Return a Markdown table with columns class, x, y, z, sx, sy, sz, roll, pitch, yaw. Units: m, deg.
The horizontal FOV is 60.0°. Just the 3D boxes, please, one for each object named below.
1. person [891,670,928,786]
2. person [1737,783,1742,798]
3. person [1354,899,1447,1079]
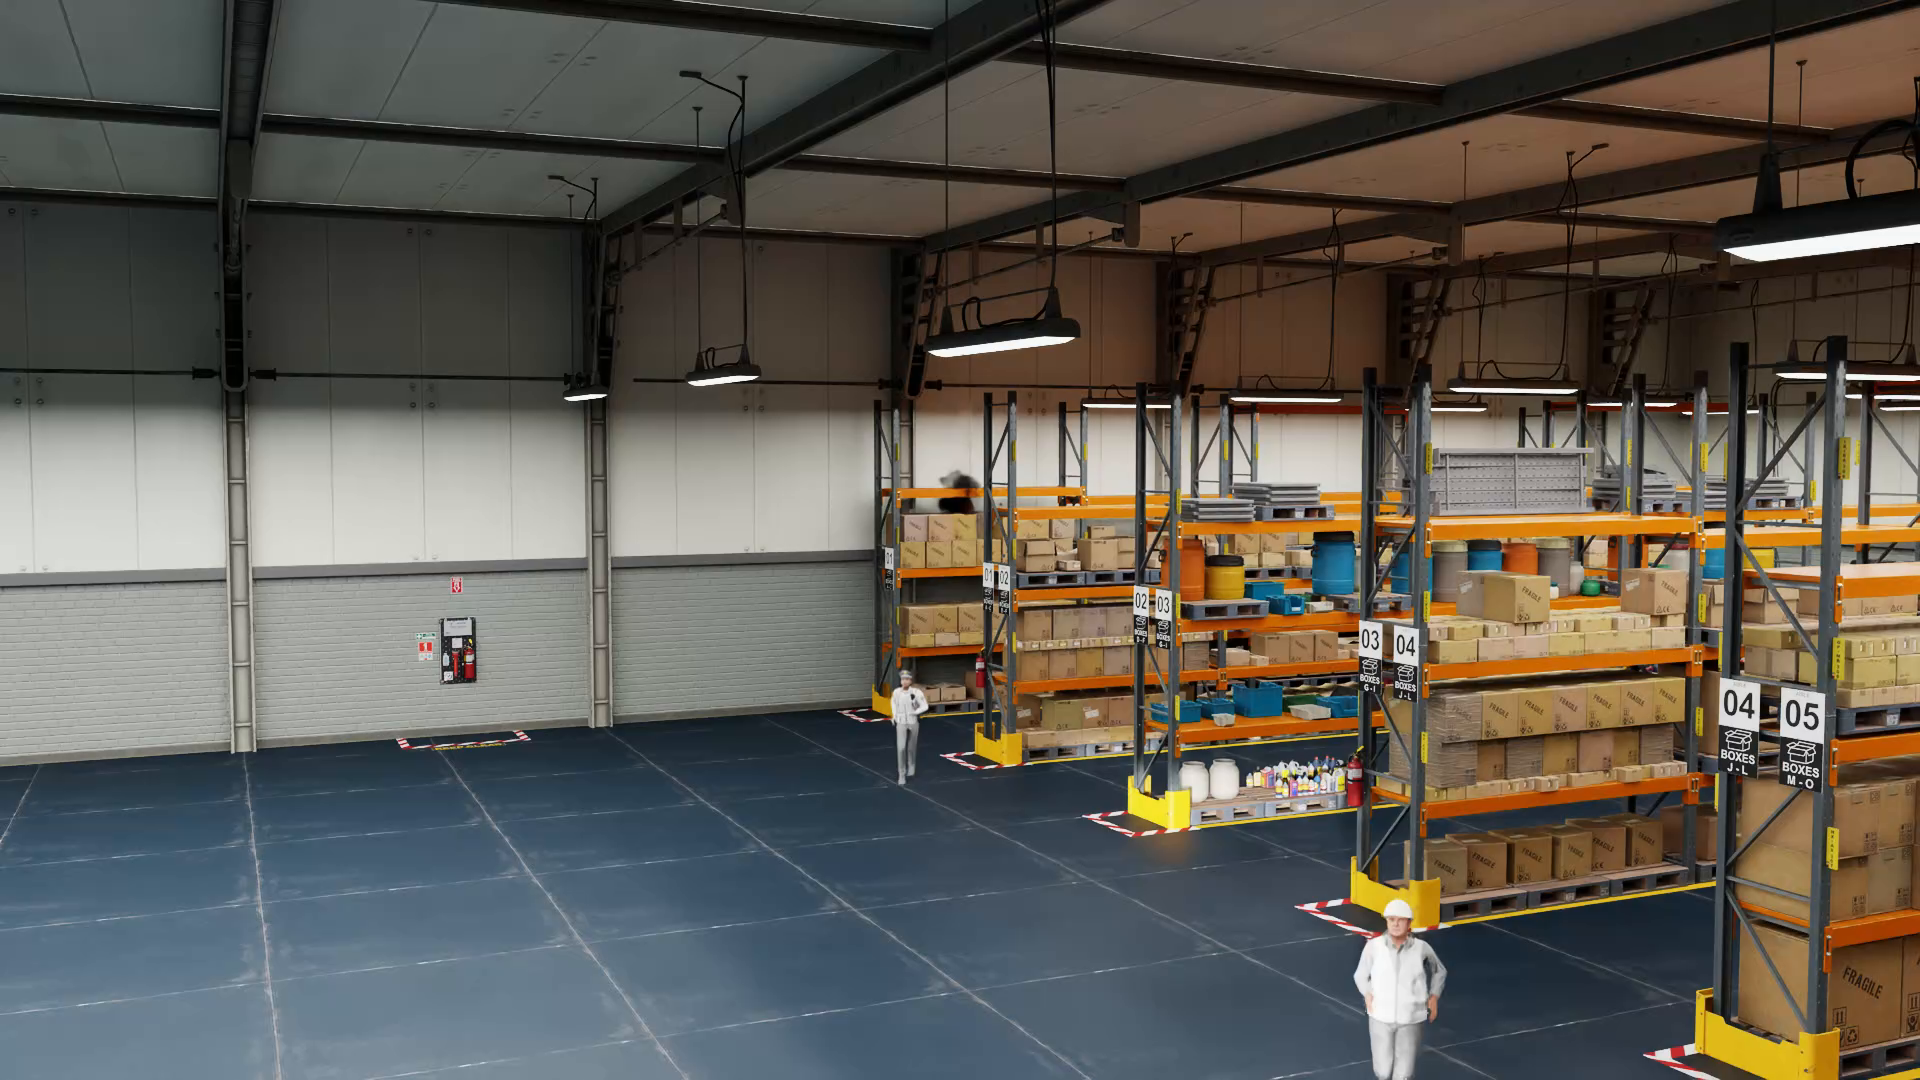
| class | x | y | z | sx | sy | sz | roll | pitch | yaw |
| --- | --- | --- | --- | --- | --- | --- | --- | --- | --- |
| person | -0.775 | 2.840 | 25.401 | 0.600 | 1.752 | 0.733 | 0 | 3 | 5 |
| person | 11.114 | 2.956 | 24.021 | 0.580 | 1.607 | 0.576 | -2 | 4 | -30 |
| person | 3.297 | 3.577 | 12.488 | 0.677 | 1.747 | 0.905 | 1 | 3 | 18 |
